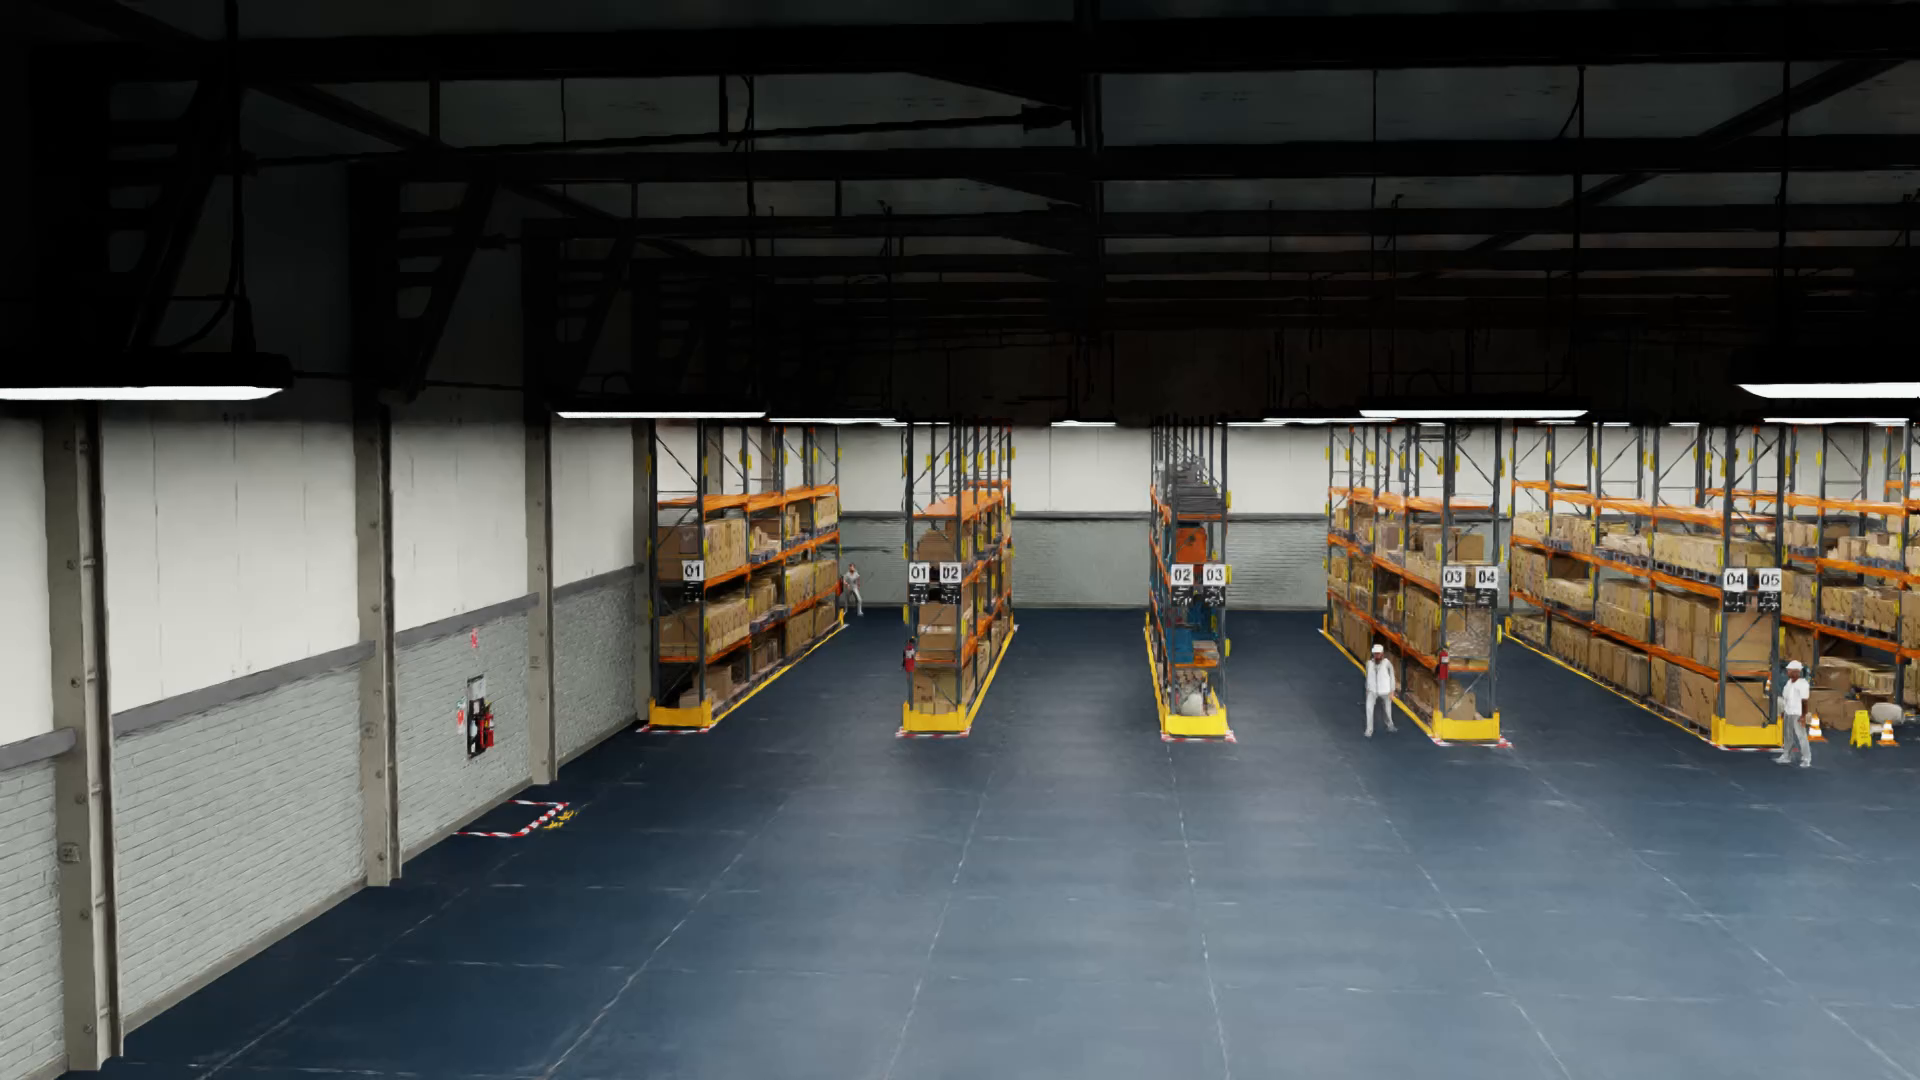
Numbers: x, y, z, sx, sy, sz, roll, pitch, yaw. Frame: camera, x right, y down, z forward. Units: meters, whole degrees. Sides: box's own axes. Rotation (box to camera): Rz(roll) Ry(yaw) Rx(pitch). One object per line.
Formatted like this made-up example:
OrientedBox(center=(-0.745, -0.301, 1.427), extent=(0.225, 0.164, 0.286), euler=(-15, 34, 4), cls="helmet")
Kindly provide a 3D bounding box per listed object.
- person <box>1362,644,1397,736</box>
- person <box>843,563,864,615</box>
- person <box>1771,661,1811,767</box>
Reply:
OrientedBox(center=(7.837, 2.780, 31.029), extent=(0.572, 1.721, 0.954), euler=(2, 4, 25), cls="person")
OrientedBox(center=(-3.293, 1.490, 50.891), extent=(0.613, 1.607, 0.808), euler=(-1, 4, -12), cls="person")
OrientedBox(center=(14.158, 2.931, 28.219), extent=(0.489, 1.765, 0.645), euler=(0, 4, -1), cls="person")
